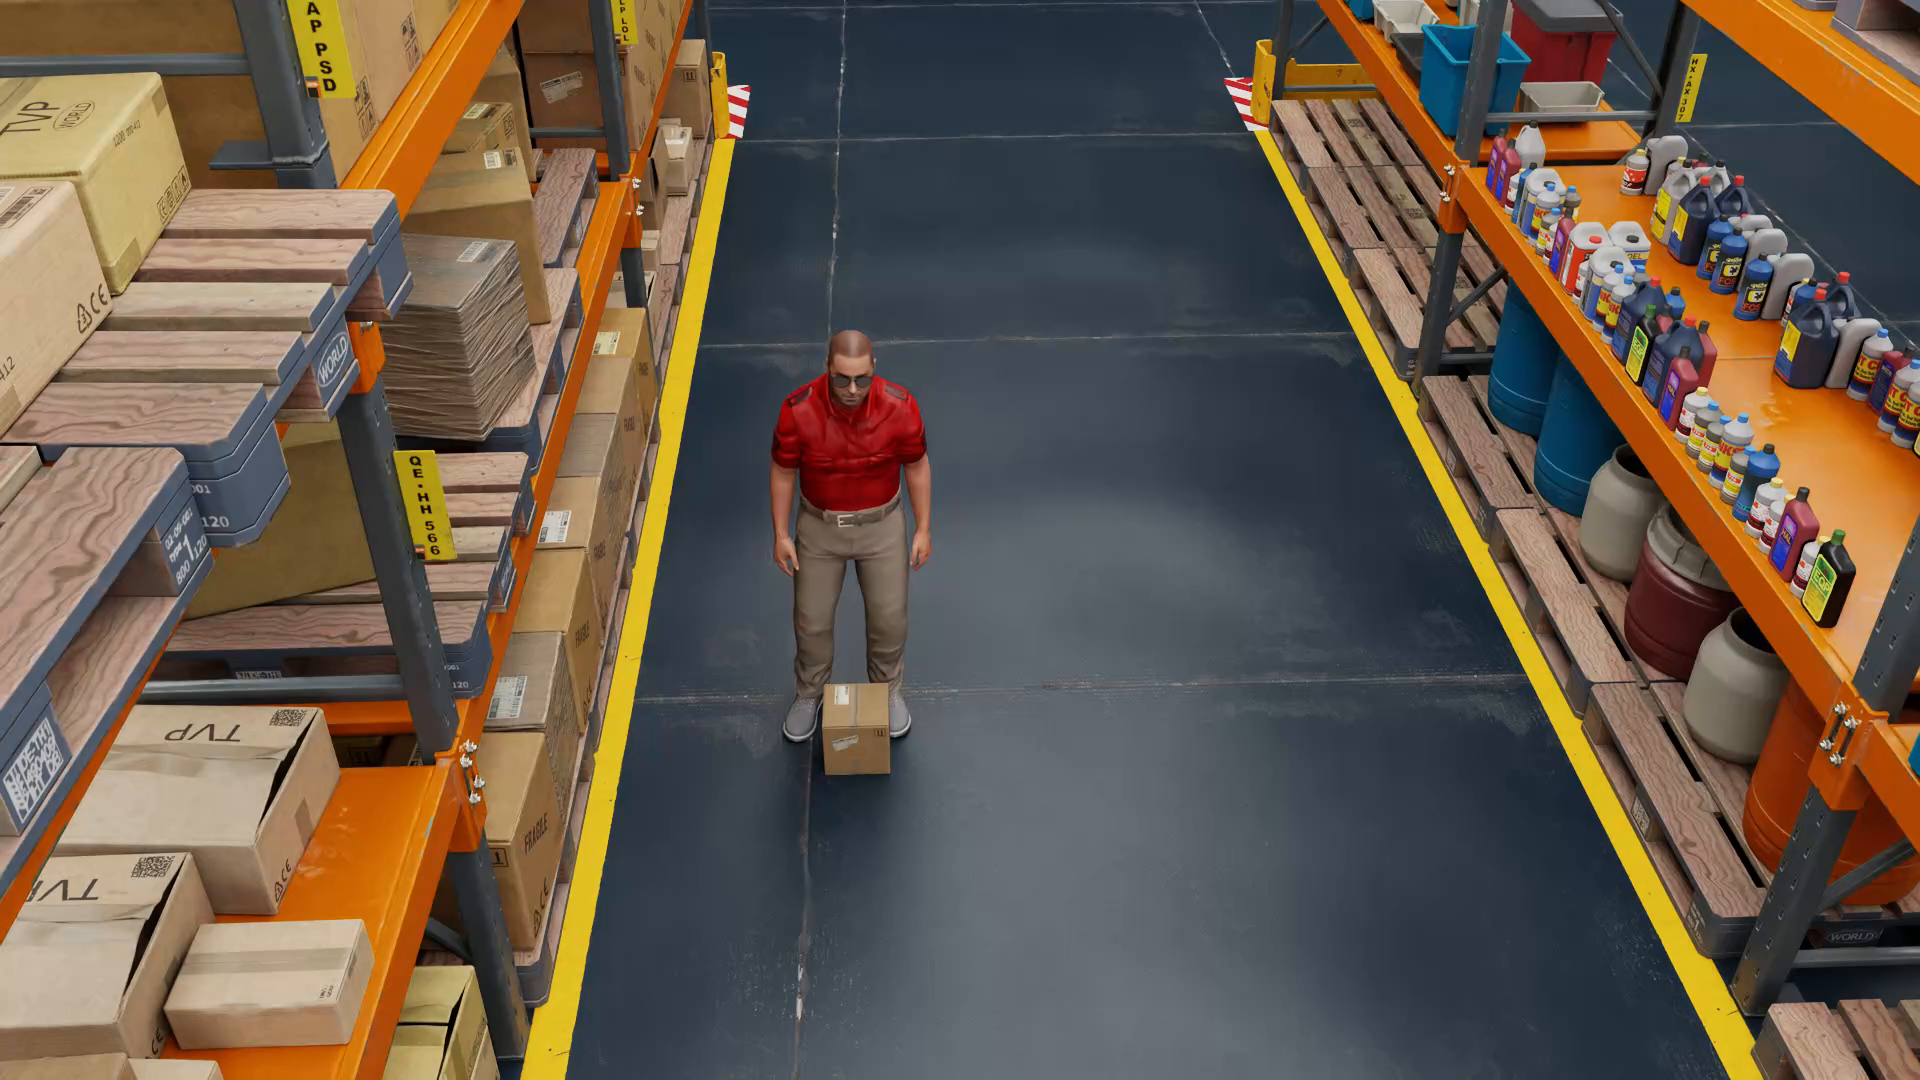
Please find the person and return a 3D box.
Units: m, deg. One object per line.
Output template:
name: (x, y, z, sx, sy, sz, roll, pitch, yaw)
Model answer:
person: (-0.405, -0.024, 6.190, 0.605, 1.728, 0.386, -3, 35, -4)
